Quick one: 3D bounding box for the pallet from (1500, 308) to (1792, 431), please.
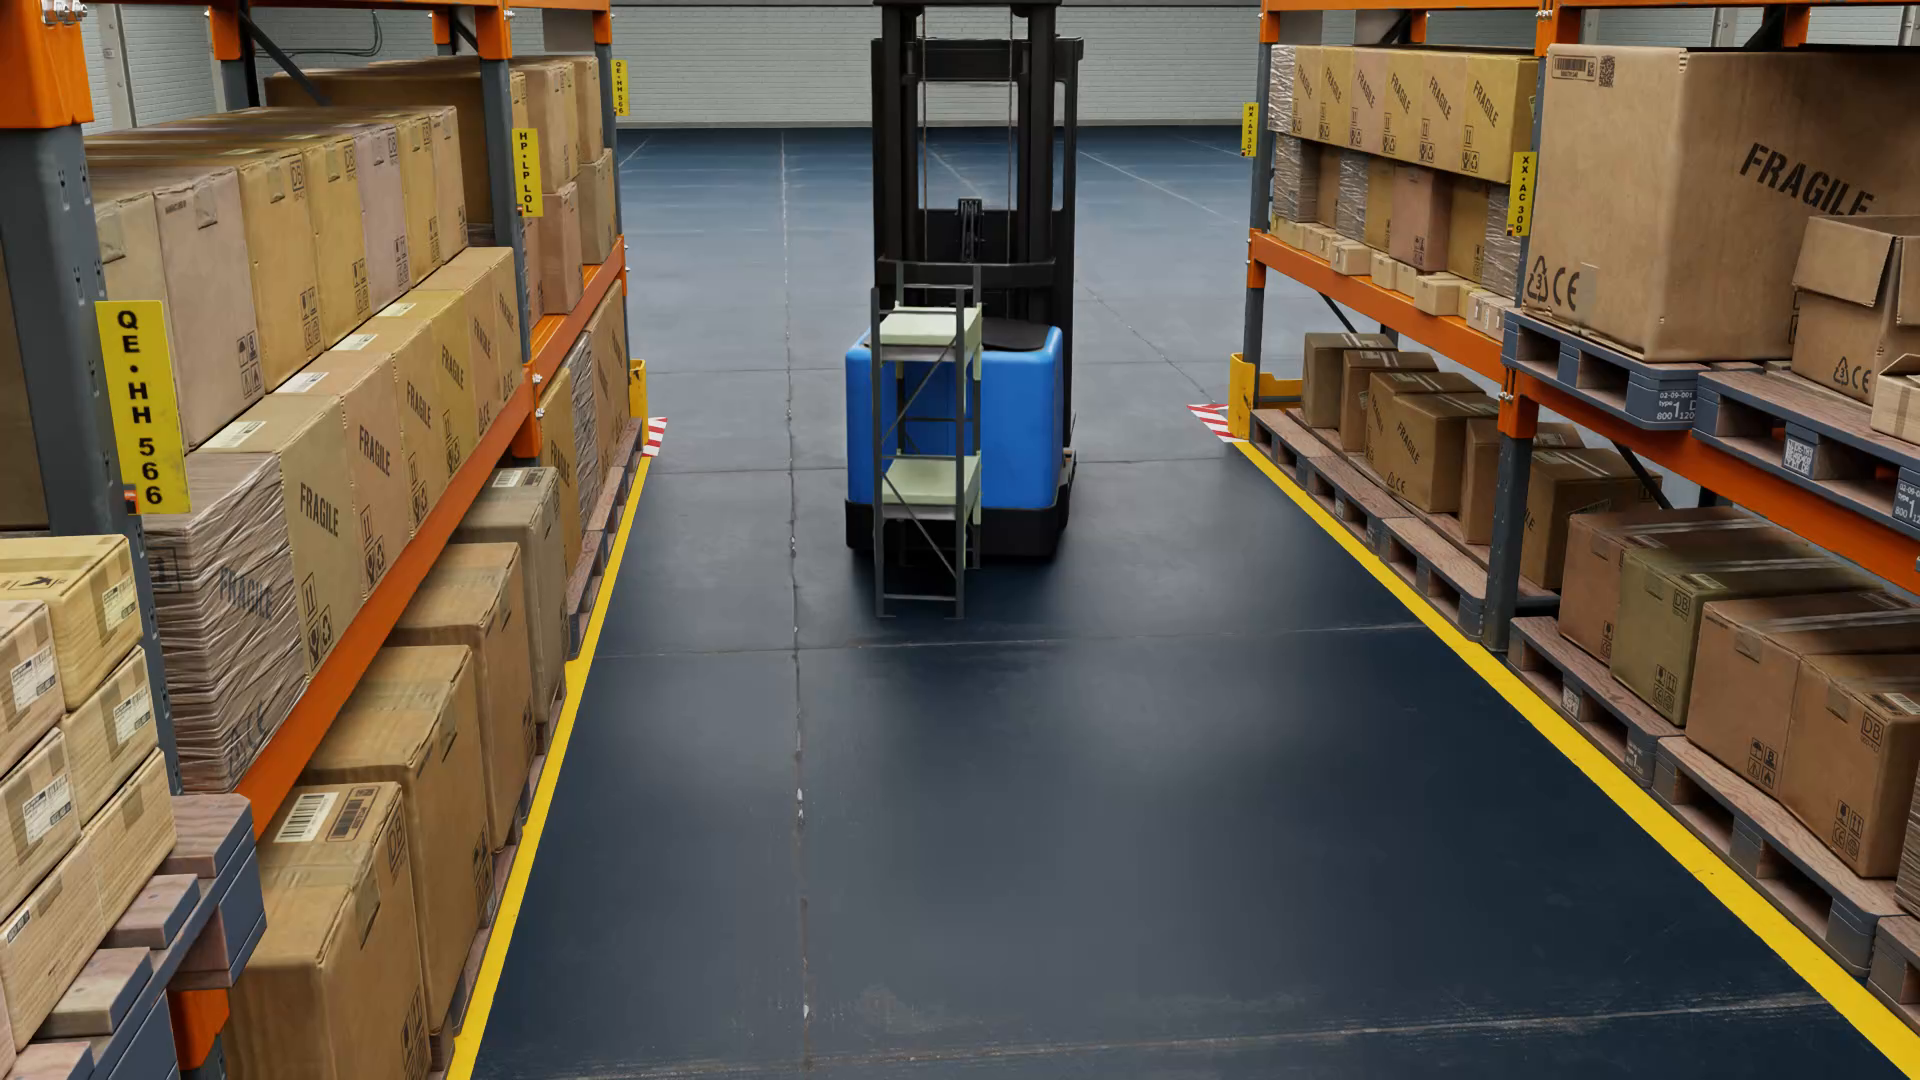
[{"bbox_3d":[2.701,-0.652,6.068,1.003,0.211,1.213,-2,18,-6],"label":"pallet"}]

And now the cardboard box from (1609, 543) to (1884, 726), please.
[{"bbox_3d":[2.839,0.333,6.048,0.700,0.500,0.500,-2,18,-6],"label":"cardboard box"}]

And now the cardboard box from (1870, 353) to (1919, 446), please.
[{"bbox_3d":[2.739,-0.409,4.496,0.396,0.266,0.258,-2,18,-7],"label":"cardboard box"}]

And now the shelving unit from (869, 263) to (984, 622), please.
[{"bbox_3d":[-0.142,-0.466,7.659,0.431,1.500,0.755,2,18,6],"label":"shelving unit"}]

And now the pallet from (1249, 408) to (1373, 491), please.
[{"bbox_3d":[2.411,-0.572,10.146,1.003,0.211,1.213,-2,18,-6],"label":"pallet"}]

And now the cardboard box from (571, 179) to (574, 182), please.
[{"bbox_3d":[-2.495,-1.673,8.749,0.875,0.550,0.550,-2,18,-6],"label":"cardboard box"}]

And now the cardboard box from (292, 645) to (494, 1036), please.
[{"bbox_3d":[-1.831,0.767,4.281,1.050,0.750,0.750,-2,17,-5],"label":"cardboard box"}]

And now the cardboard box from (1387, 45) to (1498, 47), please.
[{"bbox_3d":[2.714,-2.530,9.394,0.500,0.500,0.500,-2,18,-6],"label":"cardboard box"}]

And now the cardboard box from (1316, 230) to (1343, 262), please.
[{"bbox_3d":[2.229,-1.657,9.367,0.380,0.149,0.250,-2,18,-6],"label":"cardboard box"}]

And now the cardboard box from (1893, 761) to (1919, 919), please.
[{"bbox_3d":[3.020,0.834,4.450,0.700,0.500,0.500,-3,18,-10],"label":"cardboard box"}]

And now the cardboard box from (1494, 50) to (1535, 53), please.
[{"bbox_3d":[2.869,-2.083,7.970,0.500,0.500,0.500,-2,18,-6],"label":"cardboard box"}]

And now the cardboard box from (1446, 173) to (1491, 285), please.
[{"bbox_3d":[2.765,-1.452,7.630,0.875,0.500,0.500,-2,18,-6],"label":"cardboard box"}]

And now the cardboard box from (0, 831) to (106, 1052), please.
[{"bbox_3d":[-1.233,0.465,1.906,0.380,0.149,0.250,-2,18,-6],"label":"cardboard box"}]

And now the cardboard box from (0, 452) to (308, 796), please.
[{"bbox_3d":[-1.542,0.149,3.028,0.500,0.500,0.500,-2,17,-5],"label":"cardboard box"}]

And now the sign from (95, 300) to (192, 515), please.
[{"bbox_3d":[-1.226,-0.196,2.491,0.100,0.325,0.005,-2,18,-6],"label":"sign"}]

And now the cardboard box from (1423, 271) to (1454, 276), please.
[{"bbox_3d":[2.439,-1.212,7.949,0.380,0.149,0.250,-2,18,-6],"label":"cardboard box"}]

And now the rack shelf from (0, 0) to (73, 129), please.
[{"bbox_3d":[-1.558,-0.153,0.351,1.077,0.370,4.000,-2,18,-6],"label":"rack shelf"}]

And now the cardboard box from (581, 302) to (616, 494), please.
[{"bbox_3d":[-2.361,-0.769,8.966,0.875,0.875,0.875,-2,18,-7],"label":"cardboard box"}]

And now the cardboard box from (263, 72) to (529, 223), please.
[{"bbox_3d":[-2.181,-1.551,6.556,0.875,0.550,0.550,-2,18,-6],"label":"cardboard box"}]

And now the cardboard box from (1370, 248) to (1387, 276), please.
[{"bbox_3d":[2.363,-1.435,8.661,0.380,0.149,0.250,-2,18,-6],"label":"cardboard box"}]

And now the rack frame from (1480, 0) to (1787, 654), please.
[{"bbox_3d":[2.767,-0.976,6.779,1.000,3.000,0.127,-2,18,-6],"label":"rack frame"}]

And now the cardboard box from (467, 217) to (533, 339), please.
[{"bbox_3d":[-2.227,-1.034,6.713,0.875,0.550,0.550,-2,18,-6],"label":"cardboard box"}]

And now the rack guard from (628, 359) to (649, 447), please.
[{"bbox_3d":[-2.592,-0.859,10.580,1.175,0.500,0.348,-2,18,-6],"label":"rack guard"}]

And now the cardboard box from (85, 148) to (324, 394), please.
[{"bbox_3d":[-1.910,-0.624,3.819,0.700,0.500,0.500,-2,18,-6],"label":"cardboard box"}]

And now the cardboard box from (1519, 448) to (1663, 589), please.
[{"bbox_3d":[2.765,-0.104,7.474,0.500,0.500,0.500,-2,18,-7],"label":"cardboard box"}]

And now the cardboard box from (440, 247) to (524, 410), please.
[{"bbox_3d":[-1.857,-0.754,5.903,0.500,0.500,0.500,-2,18,-6],"label":"cardboard box"}]

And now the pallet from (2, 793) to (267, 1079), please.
[{"bbox_3d":[-1.585,0.639,1.953,1.213,0.211,1.003,-2,18,-6],"label":"pallet"}]

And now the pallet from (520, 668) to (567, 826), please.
[{"bbox_3d":[-2.023,0.705,6.079,1.003,0.211,1.213,-2,18,-6],"label":"pallet"}]

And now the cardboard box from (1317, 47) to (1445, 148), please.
[{"bbox_3d":[2.237,-2.364,8.867,0.500,0.500,0.500,-2,18,-6],"label":"cardboard box"}]

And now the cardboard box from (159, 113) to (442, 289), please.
[{"bbox_3d":[-2.065,-1.077,5.263,0.700,0.500,0.500,-2,18,-7],"label":"cardboard box"}]

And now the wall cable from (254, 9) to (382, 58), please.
[{"bbox_3d":[-15.347,-12.709,39.320,3.097,2.526,0.112,-2,18,-6],"label":"wall cable"}]

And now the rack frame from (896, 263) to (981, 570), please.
[{"bbox_3d":[-0.102,-0.575,8.006,0.400,1.500,0.023,2,18,6],"label":"rack frame"}]

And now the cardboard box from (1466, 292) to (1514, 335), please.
[{"bbox_3d":[2.436,-0.986,7.229,0.380,0.149,0.250,-2,18,-6],"label":"cardboard box"}]

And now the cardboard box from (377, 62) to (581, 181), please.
[{"bbox_3d":[-2.335,-2.034,8.094,0.875,0.550,0.500,-2,18,-6],"label":"cardboard box"}]

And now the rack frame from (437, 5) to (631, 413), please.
[{"bbox_3d":[-2.590,-2.045,10.182,1.000,3.000,0.127,-2,18,-6],"label":"rack frame"}]

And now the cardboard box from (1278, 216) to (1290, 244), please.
[{"bbox_3d":[2.153,-1.881,10.079,0.380,0.149,0.250,-2,18,-6],"label":"cardboard box"}]

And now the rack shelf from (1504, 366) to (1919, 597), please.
[{"bbox_3d":[2.973,-0.037,4.988,1.077,0.370,4.000,-2,18,-6],"label":"rack shelf"}]

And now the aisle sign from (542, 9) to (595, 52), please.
[{"bbox_3d":[-2.299,-3.315,9.890,0.394,0.787,0.004,-2,18,-6],"label":"aisle sign"}]

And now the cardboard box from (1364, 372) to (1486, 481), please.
[{"bbox_3d":[2.543,-0.625,9.132,0.500,0.500,0.500,0,17,0],"label":"cardboard box"}]

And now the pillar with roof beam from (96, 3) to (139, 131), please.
[{"bbox_3d":[-11.458,-11.618,30.659,9.100,9.000,0.400,-2,18,-6],"label":"pillar with roof beam"}]

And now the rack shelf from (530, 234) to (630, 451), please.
[{"bbox_3d":[-2.383,-1.106,8.392,1.077,0.370,4.000,-2,18,-6],"label":"rack shelf"}]

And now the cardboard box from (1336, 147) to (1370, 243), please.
[{"bbox_3d":[2.563,-1.897,9.049,0.875,0.500,0.500,-2,18,-6],"label":"cardboard box"}]

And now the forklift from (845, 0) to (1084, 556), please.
[{"bbox_3d":[0.103,-1.715,9.245,1.130,2.935,3.031,2,18,6],"label":"forklift"}]

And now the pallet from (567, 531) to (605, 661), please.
[{"bbox_3d":[-2.178,0.248,7.533,1.003,0.211,1.213,-2,18,-6],"label":"pallet"}]

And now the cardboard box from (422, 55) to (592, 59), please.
[{"bbox_3d":[-2.590,-2.520,9.642,0.875,0.550,0.550,-2,18,-6],"label":"cardboard box"}]

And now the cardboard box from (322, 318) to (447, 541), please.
[{"bbox_3d":[-1.698,-0.301,4.462,0.500,0.500,0.500,-2,18,-6],"label":"cardboard box"}]

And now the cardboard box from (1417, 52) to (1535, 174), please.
[{"bbox_3d":[2.394,-1.917,7.444,0.500,0.500,0.500,-2,18,-6],"label":"cardboard box"}]

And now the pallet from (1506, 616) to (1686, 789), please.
[{"bbox_3d":[2.849,0.586,6.458,1.003,0.211,1.213,-2,18,-6],"label":"pallet"}]

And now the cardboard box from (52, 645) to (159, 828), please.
[{"bbox_3d":[-1.261,0.249,2.097,0.380,0.149,0.250,-1,17,-5],"label":"cardboard box"}]
